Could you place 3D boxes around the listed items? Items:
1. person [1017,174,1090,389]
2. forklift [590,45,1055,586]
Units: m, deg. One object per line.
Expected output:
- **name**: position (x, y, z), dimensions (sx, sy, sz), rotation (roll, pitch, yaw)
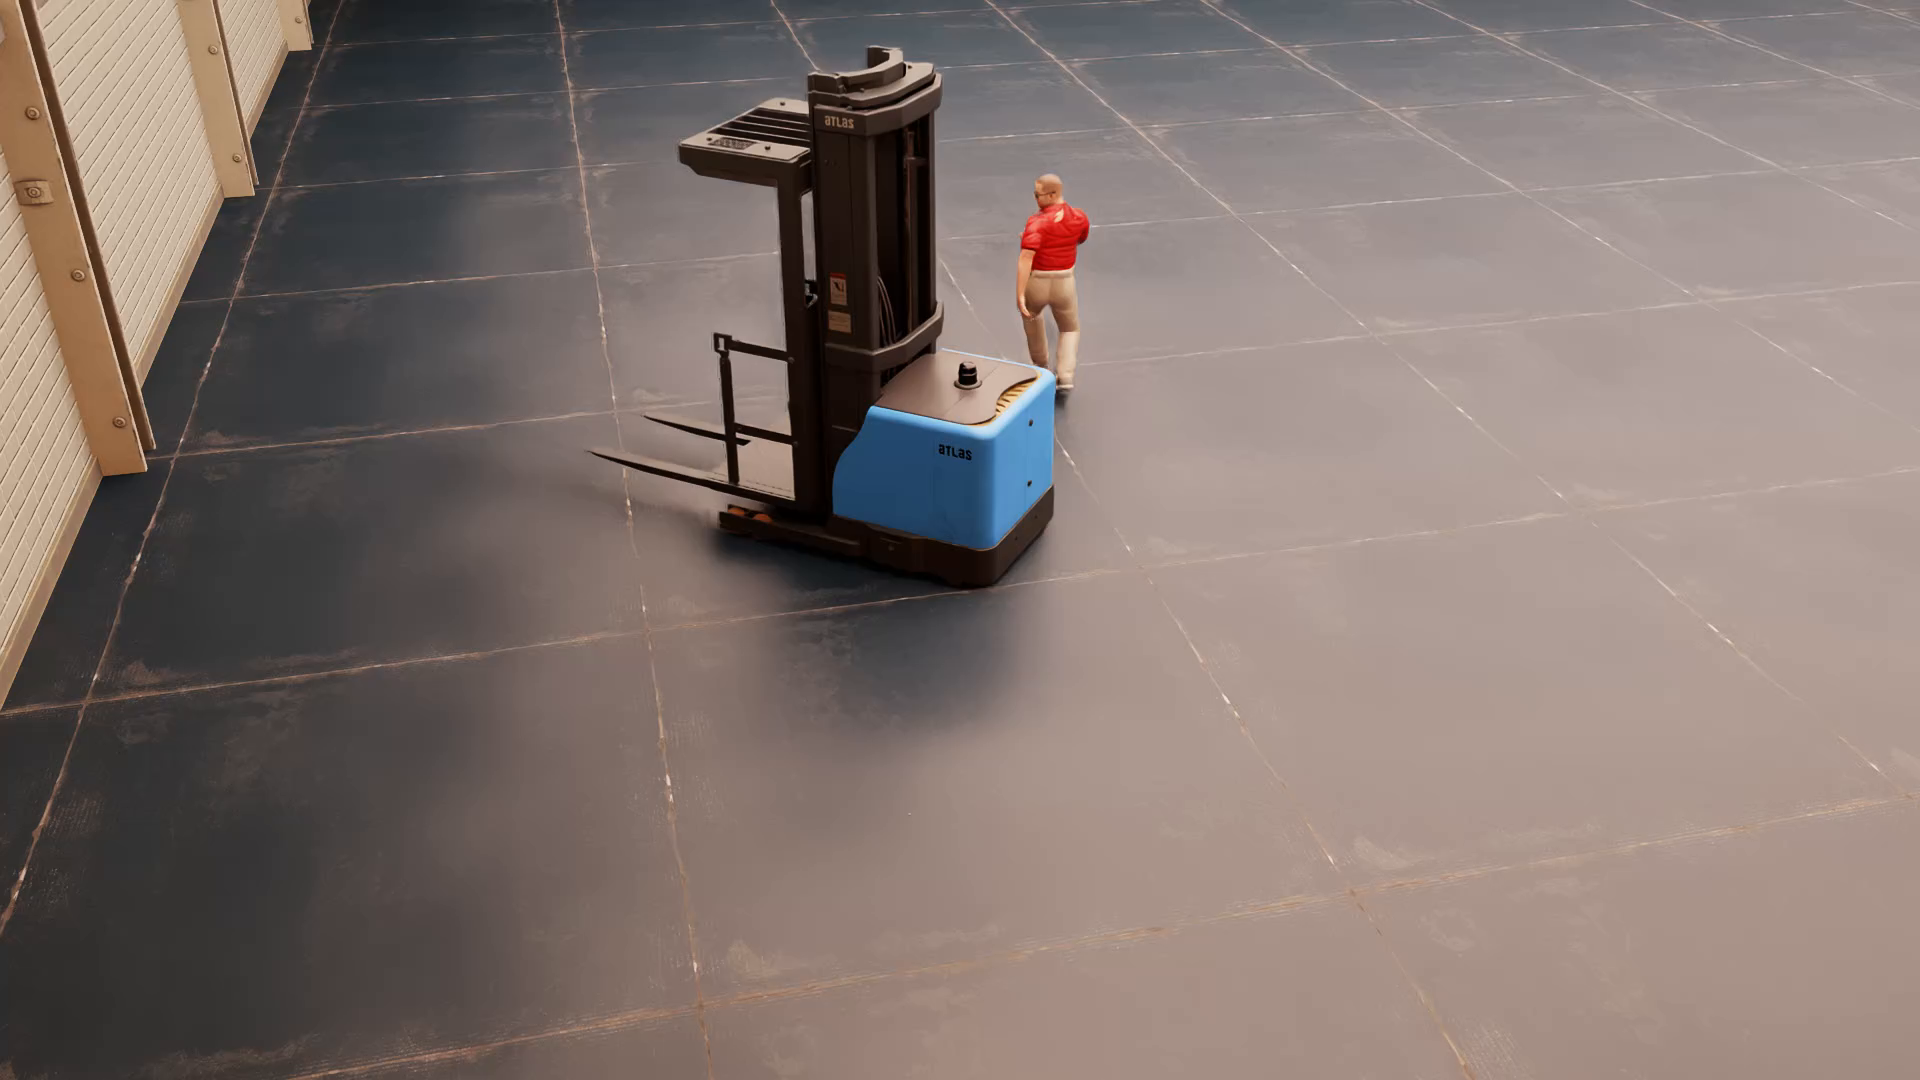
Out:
- **person**: position (0.655, -1.868, 12.124), dimensions (0.583, 1.648, 0.886), rotation (-3, 30, -6)
- **forklift**: position (-0.960, -1.487, 10.144), dimensions (3.031, 2.935, 1.130), rotation (14, 33, 22)
